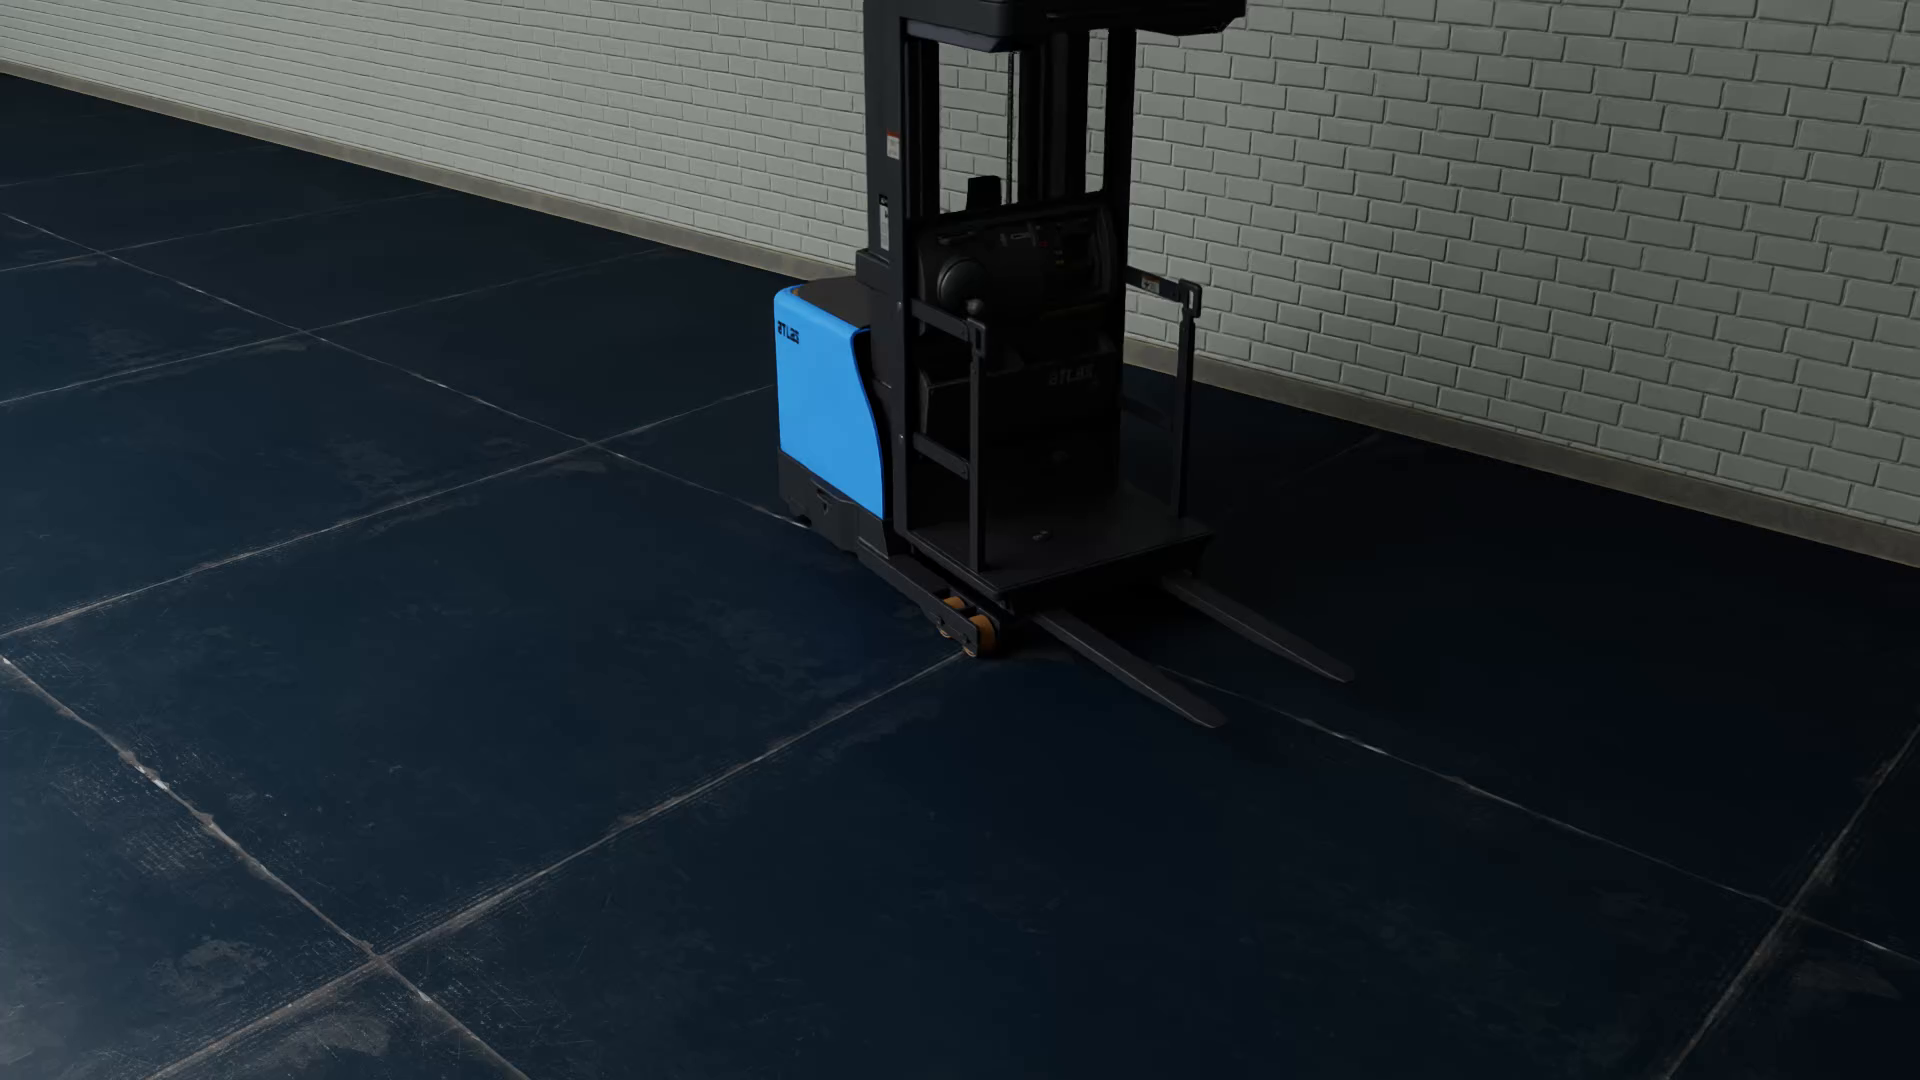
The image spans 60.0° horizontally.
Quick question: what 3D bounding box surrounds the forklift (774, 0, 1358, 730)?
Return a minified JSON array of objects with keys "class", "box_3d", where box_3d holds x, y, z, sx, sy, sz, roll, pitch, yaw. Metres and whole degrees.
[{"class":"forklift","box_3d":[0.346,-1.092,6.466,1.130,2.935,3.031,-14,28,-29]}]
